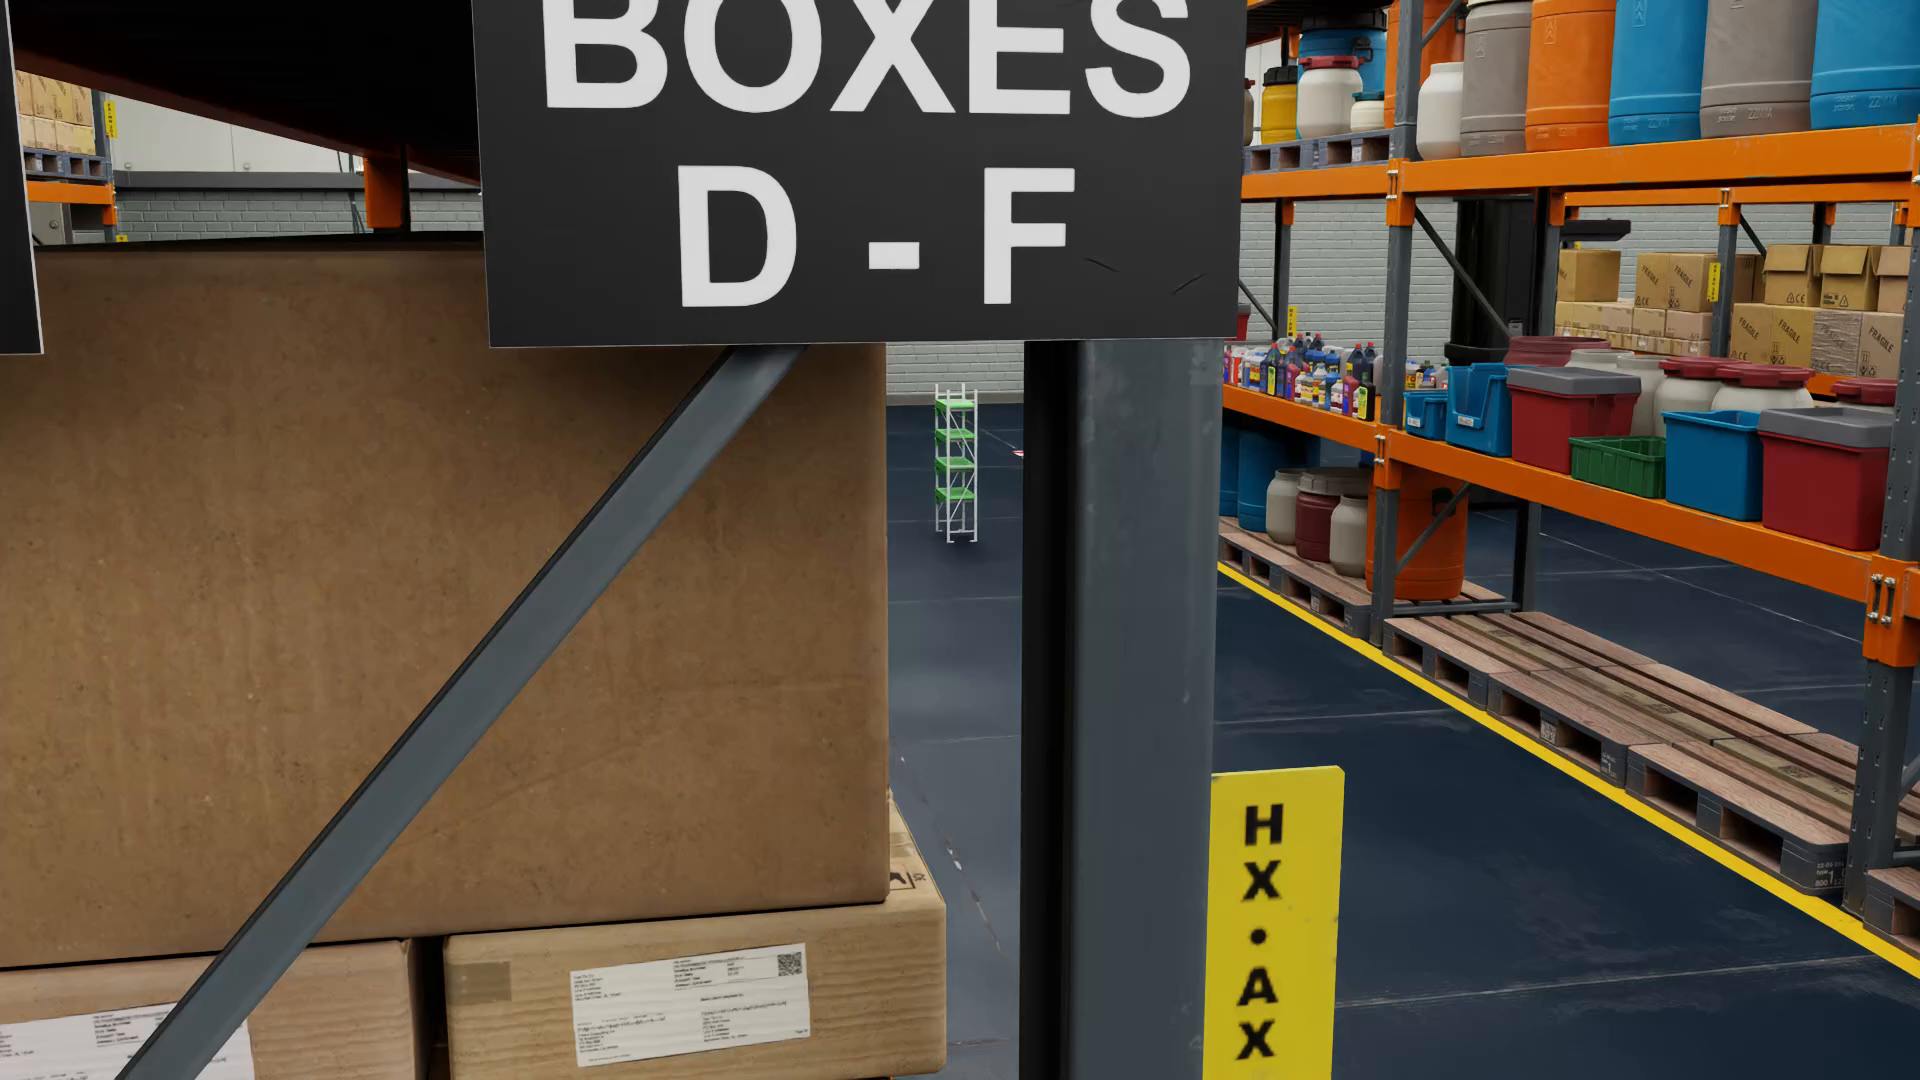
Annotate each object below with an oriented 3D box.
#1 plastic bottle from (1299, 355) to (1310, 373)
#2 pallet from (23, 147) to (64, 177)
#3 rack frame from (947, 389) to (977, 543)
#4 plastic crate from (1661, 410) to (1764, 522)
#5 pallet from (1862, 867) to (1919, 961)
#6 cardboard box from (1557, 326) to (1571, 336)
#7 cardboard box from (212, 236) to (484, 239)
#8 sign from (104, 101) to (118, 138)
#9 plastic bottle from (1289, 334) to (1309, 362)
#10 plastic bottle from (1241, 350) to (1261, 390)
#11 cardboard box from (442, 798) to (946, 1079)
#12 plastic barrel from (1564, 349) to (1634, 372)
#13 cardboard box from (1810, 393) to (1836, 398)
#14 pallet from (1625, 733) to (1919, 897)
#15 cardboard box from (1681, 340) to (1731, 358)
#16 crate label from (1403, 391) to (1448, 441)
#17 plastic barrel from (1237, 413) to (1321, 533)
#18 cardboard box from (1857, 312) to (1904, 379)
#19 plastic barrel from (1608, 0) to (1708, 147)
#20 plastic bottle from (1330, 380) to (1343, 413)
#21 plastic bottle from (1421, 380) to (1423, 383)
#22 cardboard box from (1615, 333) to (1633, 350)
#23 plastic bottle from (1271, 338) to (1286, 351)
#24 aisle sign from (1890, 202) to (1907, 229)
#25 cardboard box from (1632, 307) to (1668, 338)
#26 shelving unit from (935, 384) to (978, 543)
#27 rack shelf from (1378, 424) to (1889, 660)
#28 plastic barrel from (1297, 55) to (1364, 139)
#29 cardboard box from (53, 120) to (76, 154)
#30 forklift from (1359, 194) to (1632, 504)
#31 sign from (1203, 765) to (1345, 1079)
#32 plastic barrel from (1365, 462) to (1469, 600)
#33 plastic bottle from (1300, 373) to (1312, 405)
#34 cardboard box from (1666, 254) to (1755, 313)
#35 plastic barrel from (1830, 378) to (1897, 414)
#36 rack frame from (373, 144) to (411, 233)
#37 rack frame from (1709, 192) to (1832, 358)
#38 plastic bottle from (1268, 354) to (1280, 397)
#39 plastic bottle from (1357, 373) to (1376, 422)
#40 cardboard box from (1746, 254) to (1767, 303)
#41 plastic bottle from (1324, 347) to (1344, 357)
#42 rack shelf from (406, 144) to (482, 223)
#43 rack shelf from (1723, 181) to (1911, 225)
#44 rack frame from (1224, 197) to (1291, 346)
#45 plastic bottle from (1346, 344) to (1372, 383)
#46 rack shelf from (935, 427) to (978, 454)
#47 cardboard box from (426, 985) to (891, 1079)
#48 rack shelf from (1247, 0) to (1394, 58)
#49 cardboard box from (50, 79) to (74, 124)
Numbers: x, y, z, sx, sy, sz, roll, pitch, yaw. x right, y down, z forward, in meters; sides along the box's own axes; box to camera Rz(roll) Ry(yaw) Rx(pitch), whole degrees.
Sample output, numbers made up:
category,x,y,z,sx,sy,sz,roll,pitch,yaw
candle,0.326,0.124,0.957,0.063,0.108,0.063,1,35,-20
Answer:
category,x,y,z,sx,sy,sz,roll,pitch,yaw
plastic bottle,2.334,-1.111,11.323,0.061,0.283,0.133,-2,11,-11
pallet,-7.931,-3.038,13.350,1.003,0.211,1.213,-2,11,-11
rack frame,0.015,-0.575,13.009,0.240,1.200,0.015,-2,11,-11
plastic crate,3.206,-0.310,6.847,0.392,0.384,0.575,-2,11,-11
pallet,3.816,1.367,5.448,1.003,0.211,1.213,-2,11,-11
cardboard box,6.248,-2.072,16.732,0.380,0.149,0.250,-2,11,-12
cardboard box,-0.651,-0.185,2.409,0.700,0.500,0.500,-2,11,-11
sign,-7.791,-3.855,15.247,0.100,0.325,0.005,-2,11,-11
plastic bottle,2.564,-1.374,12.527,0.144,0.351,0.185,-2,11,-11
plastic bottle,2.111,-1.222,11.928,0.152,0.276,0.135,-2,11,-11
cardboard box,-0.221,0.338,1.394,0.380,0.149,0.250,-2,11,-11
plastic barrel,3.357,-0.735,8.736,0.421,0.512,0.421,0,11,0
cardboard box,7.172,-0.820,14.044,1.225,0.875,0.875,-2,11,-11
pallet,3.535,1.100,6.852,1.003,0.211,1.213,-2,11,-11
cardboard box,6.648,-1.695,14.752,0.380,0.149,0.250,-2,11,-11
crate label,2.662,-0.688,9.235,0.303,0.233,0.416,-2,11,-11
plastic barrel,2.397,-0.540,12.498,0.600,0.901,0.708,-2,11,-11
cardboard box,7.174,-1.452,12.534,0.500,0.500,0.500,-2,11,-10
plastic barrel,3.160,-2.172,7.224,0.600,0.901,0.708,-2,11,-11
plastic bottle,2.382,-0.904,10.454,0.097,0.201,0.097,0,11,0
plastic bottle,3.069,-0.986,10.885,0.097,0.201,0.097,0,11,0
cardboard box,6.447,-1.884,15.744,0.380,0.149,0.250,-2,11,-10
plastic bottle,2.564,-1.473,13.245,0.152,0.276,0.135,-2,11,-11
aisle sign,10.827,-3.950,18.972,0.394,0.787,0.004,-2,11,-11
cardboard box,6.582,-2.013,15.357,0.500,0.250,0.500,-2,11,-9
shelving unit,-0.032,-0.620,13.244,0.258,1.200,0.503,-2,11,-11
rack shelf,3.337,-0.141,7.837,1.077,0.370,4.000,-2,11,-11
plastic barrel,2.455,-2.927,11.044,0.433,0.535,0.433,0,11,0
cardboard box,-7.821,-3.403,14.041,0.500,0.250,0.500,-3,11,-13
forklift,5.239,-1.814,14.891,3.031,2.935,1.130,-2,11,-8
sign,0.190,0.303,1.057,0.100,0.325,0.005,-2,11,-11
plastic barrel,2.836,-0.090,10.328,0.600,0.830,0.708,-2,11,-11
plastic bottle,2.288,-0.993,10.923,0.097,0.201,0.097,0,11,0
cardboard box,6.677,-2.290,14.805,0.500,0.500,0.500,-2,11,-9
plastic barrel,3.755,-0.377,6.793,0.433,0.535,0.433,0,11,0
rack frame,-1.134,0.052,4.899,1.000,3.000,0.127,-2,11,-11
rack frame,7.028,-1.775,14.497,1.000,3.000,0.127,-2,11,-11
plastic bottle,2.167,-1.130,11.424,0.061,0.283,0.133,-2,11,-11
plastic bottle,2.451,-0.862,10.016,0.061,0.283,0.133,-2,11,-11
cardboard box,7.186,-2.313,14.924,0.500,0.500,0.500,-2,11,-11
plastic bottle,2.759,-1.289,12.277,0.152,0.276,0.135,-2,11,-11
rack shelf,-1.523,-1.435,6.613,1.077,0.370,4.000,-2,11,-11
rack shelf,7.417,-2.528,12.357,1.077,0.370,4.000,-2,11,-11
rack frame,2.170,-1.594,13.551,1.000,3.000,0.127,-2,11,-11
plastic bottle,2.761,-1.181,11.512,0.144,0.351,0.185,-2,11,-11
rack shelf,-0.032,-0.793,13.211,0.258,0.148,0.480,-2,11,-11
cardboard box,-0.434,0.651,1.488,0.700,0.500,0.500,-2,11,-11
rack shelf,2.559,-3.625,11.168,1.077,0.370,4.000,-2,11,-11
cardboard box,-7.829,-3.775,13.990,0.500,0.500,0.500,-2,11,-9
